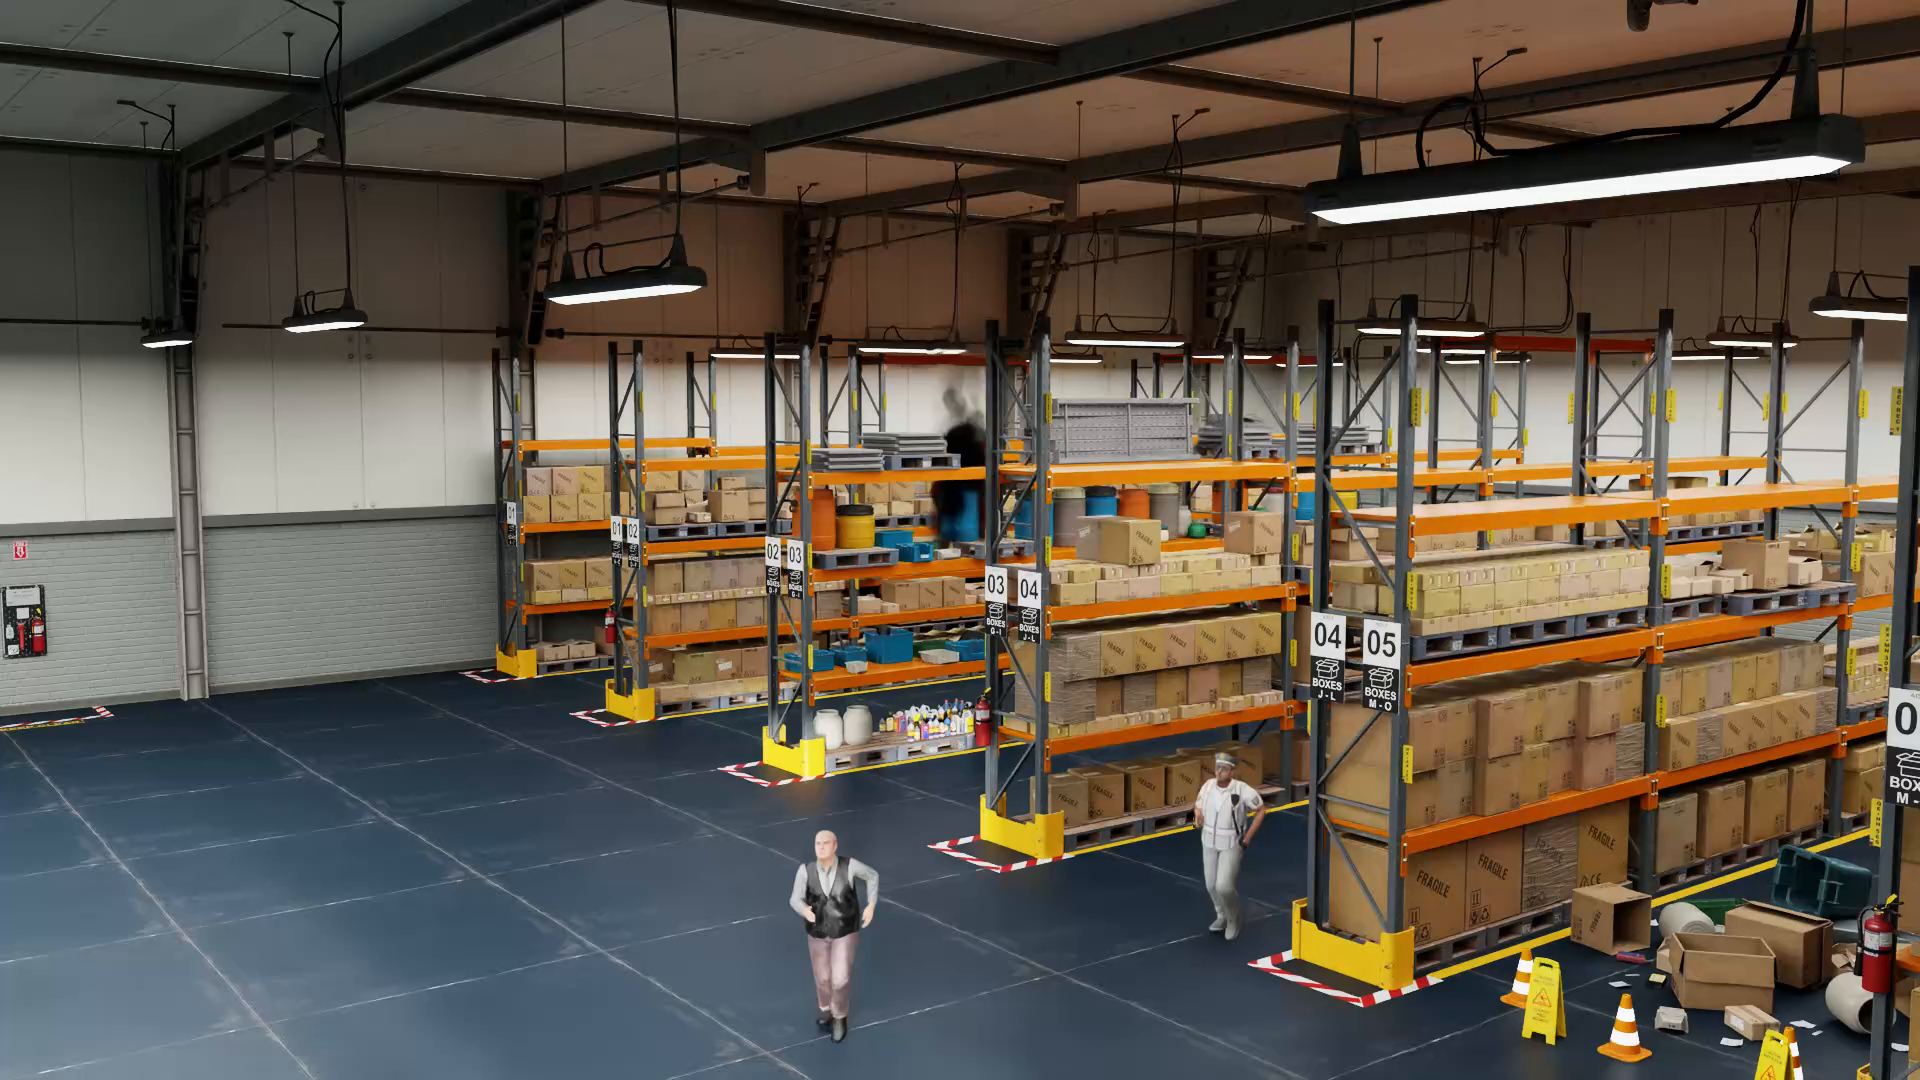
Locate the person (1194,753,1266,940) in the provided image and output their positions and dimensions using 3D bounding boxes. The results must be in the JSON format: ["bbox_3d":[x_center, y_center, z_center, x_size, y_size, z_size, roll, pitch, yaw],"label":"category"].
[{"bbox_3d":[2.494,2.913,15.795,0.658,1.814,0.653,4,6,36],"label":"person"}]

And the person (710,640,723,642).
[{"bbox_3d":[-4.423,1.626,30.247,0.664,1.738,0.603,4,7,39],"label":"person"}]

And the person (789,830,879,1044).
[{"bbox_3d":[-1.011,3.143,13.244,0.664,1.701,0.853,1,5,7],"label":"person"}]
